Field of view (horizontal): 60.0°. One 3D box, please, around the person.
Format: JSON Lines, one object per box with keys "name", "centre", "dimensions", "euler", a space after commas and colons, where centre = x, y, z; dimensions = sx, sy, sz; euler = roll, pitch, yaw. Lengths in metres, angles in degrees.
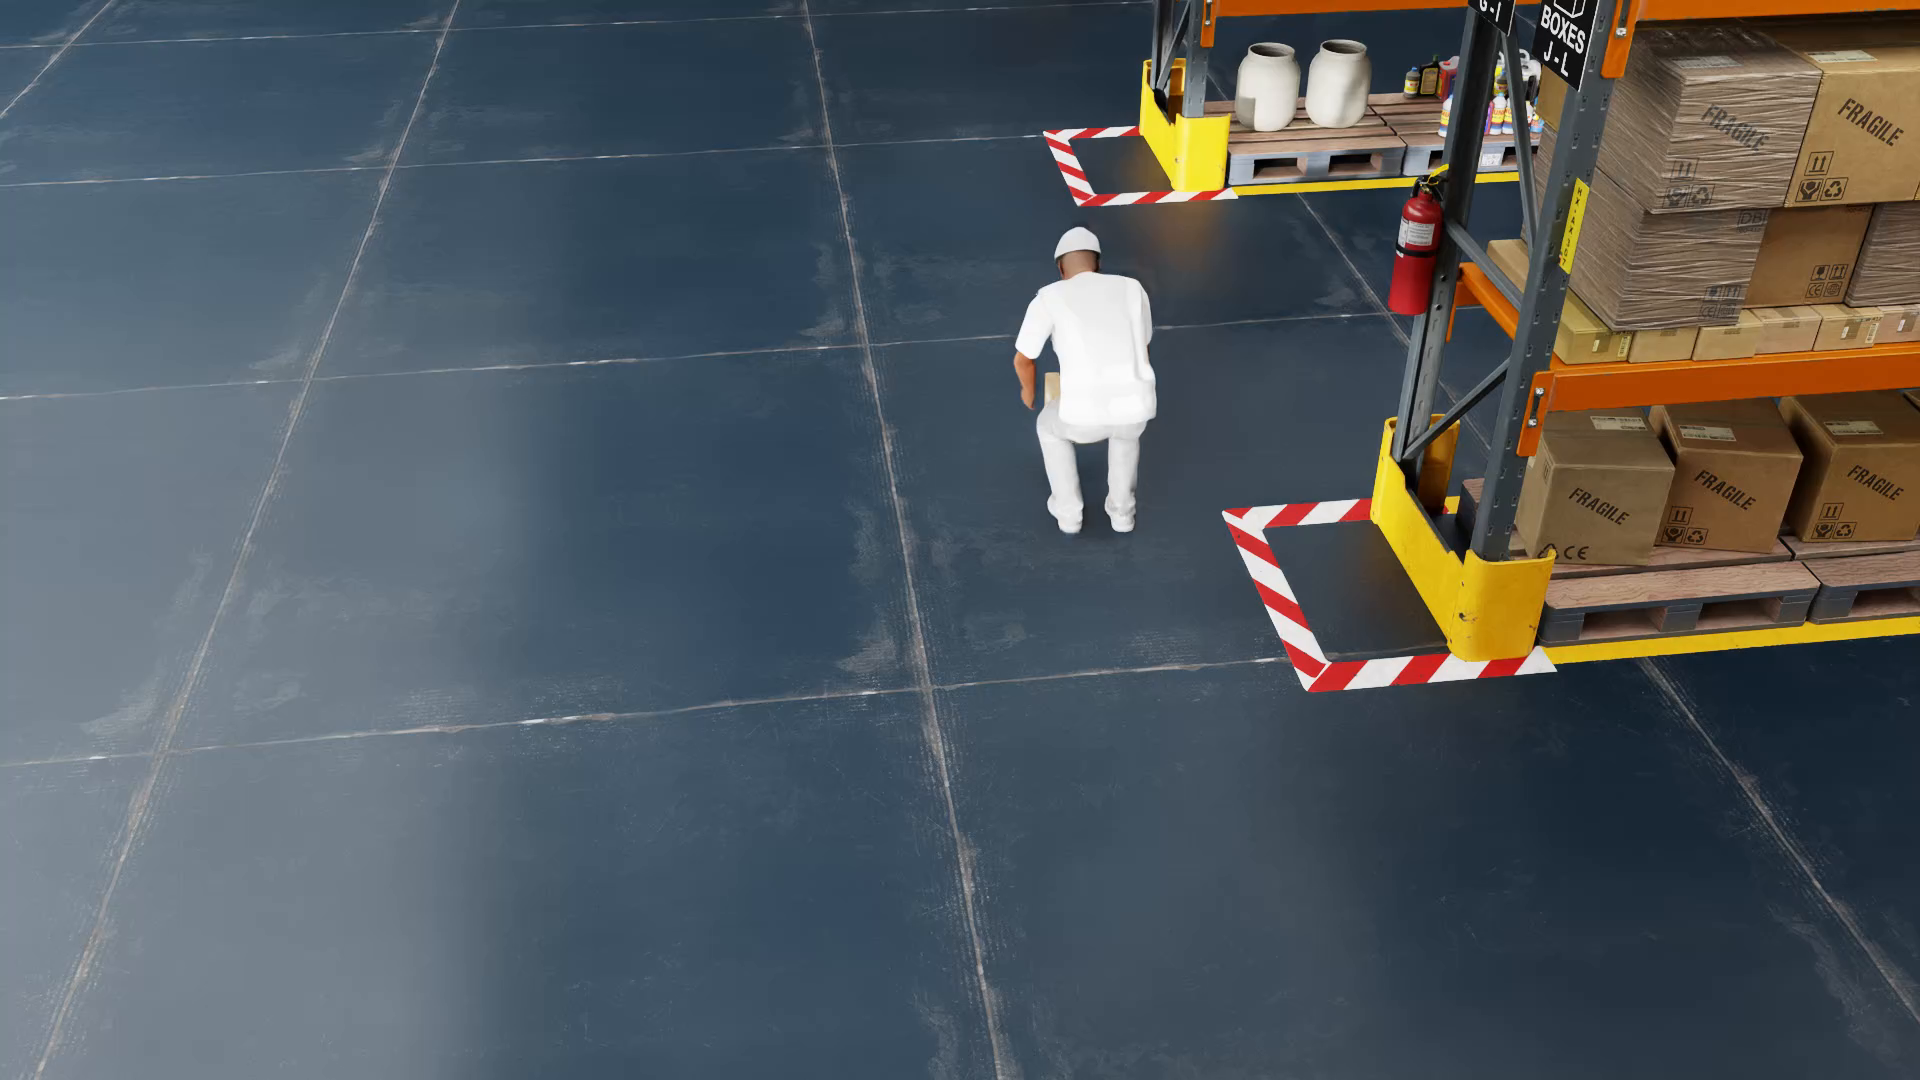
{"name": "person", "centre": [0.572, -0.679, 7.508], "dimensions": [0.630, 1.313, 0.802], "euler": [-4, 35, -6]}
